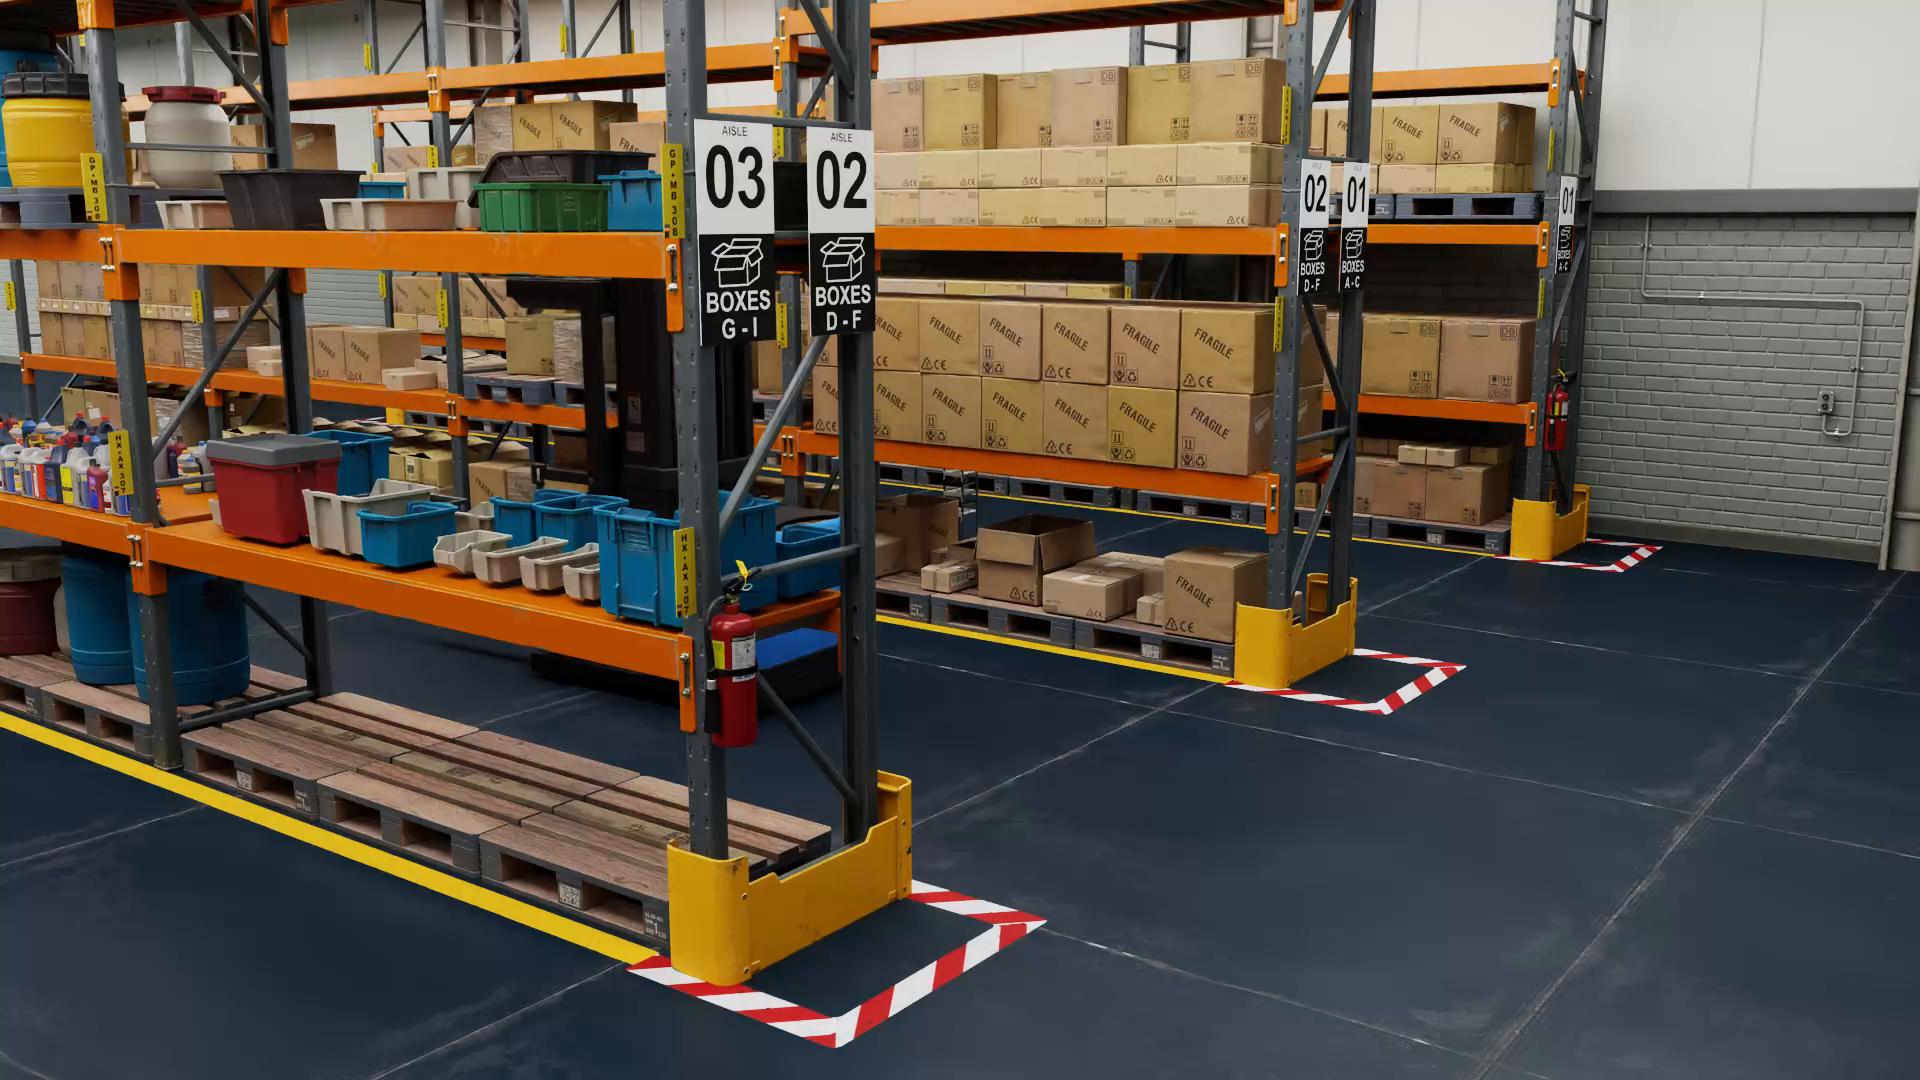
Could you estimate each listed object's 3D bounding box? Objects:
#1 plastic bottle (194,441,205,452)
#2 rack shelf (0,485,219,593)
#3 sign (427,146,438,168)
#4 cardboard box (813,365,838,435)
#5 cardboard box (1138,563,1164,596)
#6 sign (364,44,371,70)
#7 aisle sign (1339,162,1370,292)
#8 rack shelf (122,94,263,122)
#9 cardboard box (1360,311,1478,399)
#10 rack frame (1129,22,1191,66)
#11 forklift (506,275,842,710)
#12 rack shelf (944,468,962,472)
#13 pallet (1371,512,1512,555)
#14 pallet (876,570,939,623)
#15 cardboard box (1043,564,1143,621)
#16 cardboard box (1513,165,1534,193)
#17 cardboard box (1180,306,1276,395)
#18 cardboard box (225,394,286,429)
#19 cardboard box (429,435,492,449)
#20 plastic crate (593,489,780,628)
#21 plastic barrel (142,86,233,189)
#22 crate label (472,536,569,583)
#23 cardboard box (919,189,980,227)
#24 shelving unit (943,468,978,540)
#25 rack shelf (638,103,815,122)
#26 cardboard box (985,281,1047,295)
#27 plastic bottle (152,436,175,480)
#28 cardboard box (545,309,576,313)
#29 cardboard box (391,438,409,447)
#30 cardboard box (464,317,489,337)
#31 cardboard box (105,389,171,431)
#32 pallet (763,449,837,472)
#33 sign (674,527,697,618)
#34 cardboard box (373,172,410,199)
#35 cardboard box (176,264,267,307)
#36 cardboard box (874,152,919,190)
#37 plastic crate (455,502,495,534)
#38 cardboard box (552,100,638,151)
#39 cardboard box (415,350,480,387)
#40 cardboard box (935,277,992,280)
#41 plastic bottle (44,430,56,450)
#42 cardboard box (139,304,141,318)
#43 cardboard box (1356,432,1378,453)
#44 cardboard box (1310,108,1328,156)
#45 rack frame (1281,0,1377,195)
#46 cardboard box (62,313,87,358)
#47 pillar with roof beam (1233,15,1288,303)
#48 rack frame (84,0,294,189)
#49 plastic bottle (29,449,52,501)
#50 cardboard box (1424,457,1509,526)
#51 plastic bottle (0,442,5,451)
[{"bbox_3d":[-4.437,-0.442,9.756,0.097,0.271,0.097,0,11,0],"label":"plastic bottle"},{"bbox_3d":[-5.529,-0.208,10.102,4.000,0.370,1.077,8,13,36],"label":"rack shelf"},{"bbox_3d":[-4.541,-3.225,14.338,0.005,0.325,0.100,8,13,36],"label":"sign"},{"bbox_3d":[-0.733,-1.044,12.268,0.500,0.500,0.500,8,14,37],"label":"cardboard box"},{"bbox_3d":[1.569,0.329,11.515,0.500,0.250,0.500,8,13,36],"label":"cardboard box"},{"bbox_3d":[-8.046,-6.562,22.590,0.005,0.325,0.100,8,13,36],"label":"sign"},{"bbox_3d":[2.471,-1.958,10.410,0.004,0.787,0.394,8,13,36],"label":"aisle sign"},{"bbox_3d":[-9.042,-4.614,18.137,4.000,0.370,1.077,8,13,36],"label":"rack shelf"},{"bbox_3d":[4.161,-1.687,15.061,0.700,0.700,0.980,8,13,35],"label":"cardboard box"},{"bbox_3d":[1.947,-4.799,16.141,0.127,3.000,1.000,8,13,36],"label":"rack frame"},{"bbox_3d":[-2.111,-0.623,10.535,3.031,2.935,1.130,7,13,33],"label":"forklift"},{"bbox_3d":[0.007,-0.673,14.895,0.200,0.077,0.258,8,13,36],"label":"rack shelf"},{"bbox_3d":[4.480,-0.112,15.054,1.213,0.211,1.003,8,13,36],"label":"pallet"},{"bbox_3d":[-0.429,0.352,12.654,1.213,0.211,1.003,8,13,36],"label":"pallet"},{"bbox_3d":[0.910,0.355,11.381,0.500,0.250,0.500,8,13,36],"label":"cardboard box"},{"bbox_3d":[4.728,-3.177,14.685,0.500,0.250,0.500,9,14,38],"label":"cardboard box"},{"bbox_3d":[1.720,-1.193,10.401,0.500,0.500,0.500,8,13,35],"label":"cardboard box"},{"bbox_3d":[-7.619,-1.318,18.106,0.500,0.500,0.500,8,13,36],"label":"cardboard box"},{"bbox_3d":[-4.883,-0.837,16.117,0.500,0.311,0.500,8,13,34],"label":"cardboard box"},{"bbox_3d":[-1.073,0.057,6.585,0.499,0.435,0.616,8,13,36],"label":"plastic crate"},{"bbox_3d":[-4.193,-2.180,9.038,0.433,0.535,0.433,0,11,0],"label":"plastic barrel"},{"bbox_3d":[-1.921,0.087,7.219,0.243,0.136,0.396,8,13,36],"label":"crate label"},{"bbox_3d":[0.066,-2.288,11.455,0.500,0.250,0.500,8,13,36],"label":"cardboard box"},{"bbox_3d":[0.007,-0.441,14.940,0.210,0.900,0.258,8,13,36],"label":"shelving unit"},{"bbox_3d":[-2.889,-4.924,19.735,4.000,0.370,1.077,8,13,36],"label":"rack shelf"},{"bbox_3d":[0.602,-2.556,17.271,0.500,0.250,0.500,8,14,37],"label":"cardboard box"},{"bbox_3d":[-4.811,-0.490,9.992,0.135,0.276,0.152,8,13,36],"label":"plastic bottle"},{"bbox_3d":[-5.065,-3.063,21.332,0.500,0.500,0.500,8,13,35],"label":"cardboard box"},{"bbox_3d":[-5.602,-0.811,15.984,0.500,0.311,0.500,8,13,35],"label":"cardboard box"},{"bbox_3d":[-6.279,-2.863,22.276,0.500,0.250,0.500,8,14,36],"label":"cardboard box"},{"bbox_3d":[-9.146,-1.404,18.551,0.500,0.500,0.500,8,13,36],"label":"cardboard box"},{"bbox_3d":[-1.906,-1.022,19.756,1.213,0.211,1.003,8,13,36],"label":"pallet"},{"bbox_3d":[-1.006,0.119,6.087,0.005,0.325,0.100,8,13,36],"label":"sign"},{"bbox_3d":[-5.038,-3.248,15.313,0.500,0.250,0.500,8,14,37],"label":"cardboard box"},{"bbox_3d":[-7.791,-2.729,17.558,0.500,0.500,0.700,8,14,36],"label":"cardboard box"},{"bbox_3d":[-0.333,-2.590,11.703,0.500,0.250,0.500,8,13,36],"label":"cardboard box"},{"bbox_3d":[-2.336,-0.087,8.117,0.466,0.136,0.293,8,13,36],"label":"plastic crate"},{"bbox_3d":[-3.036,-3.392,13.873,0.500,0.500,0.500,8,13,36],"label":"cardboard box"},{"bbox_3d":[-4.812,-1.631,15.795,0.500,0.311,0.500,8,13,35],"label":"cardboard box"},{"bbox_3d":[0.069,-2.748,18.262,0.500,0.250,0.500,8,13,34],"label":"cardboard box"},{"bbox_3d":[-5.902,-0.612,10.819,0.097,0.201,0.097,0,11,0],"label":"plastic bottle"},{"bbox_3d":[-8.799,-2.502,18.095,0.250,0.149,0.380,8,14,37],"label":"cardboard box"},{"bbox_3d":[3.744,-0.923,15.671,0.250,0.149,0.380,8,14,36],"label":"cardboard box"},{"bbox_3d":[3.175,-3.641,15.107,0.500,0.500,0.500,8,14,36],"label":"cardboard box"},{"bbox_3d":[2.242,-3.590,9.895,0.127,3.000,1.000,8,13,36],"label":"rack frame"},{"bbox_3d":[-9.859,-2.380,19.170,0.500,0.500,0.700,8,14,37],"label":"cardboard box"},{"bbox_3d":[0.475,-4.193,13.013,0.400,9.000,9.100,8,13,36],"label":"pillar with roof beam"},{"bbox_3d":[-3.917,-3.282,8.302,0.127,3.000,1.000,8,13,36],"label":"rack frame"},{"bbox_3d":[-5.127,-0.368,9.362,0.135,0.276,0.152,8,13,36],"label":"plastic bottle"},{"bbox_3d":[4.548,-0.446,14.912,0.500,0.500,0.700,8,13,36],"label":"cardboard box"},{"bbox_3d":[-5.604,-0.440,9.747,0.097,0.271,0.097,0,11,0],"label":"plastic bottle"}]
